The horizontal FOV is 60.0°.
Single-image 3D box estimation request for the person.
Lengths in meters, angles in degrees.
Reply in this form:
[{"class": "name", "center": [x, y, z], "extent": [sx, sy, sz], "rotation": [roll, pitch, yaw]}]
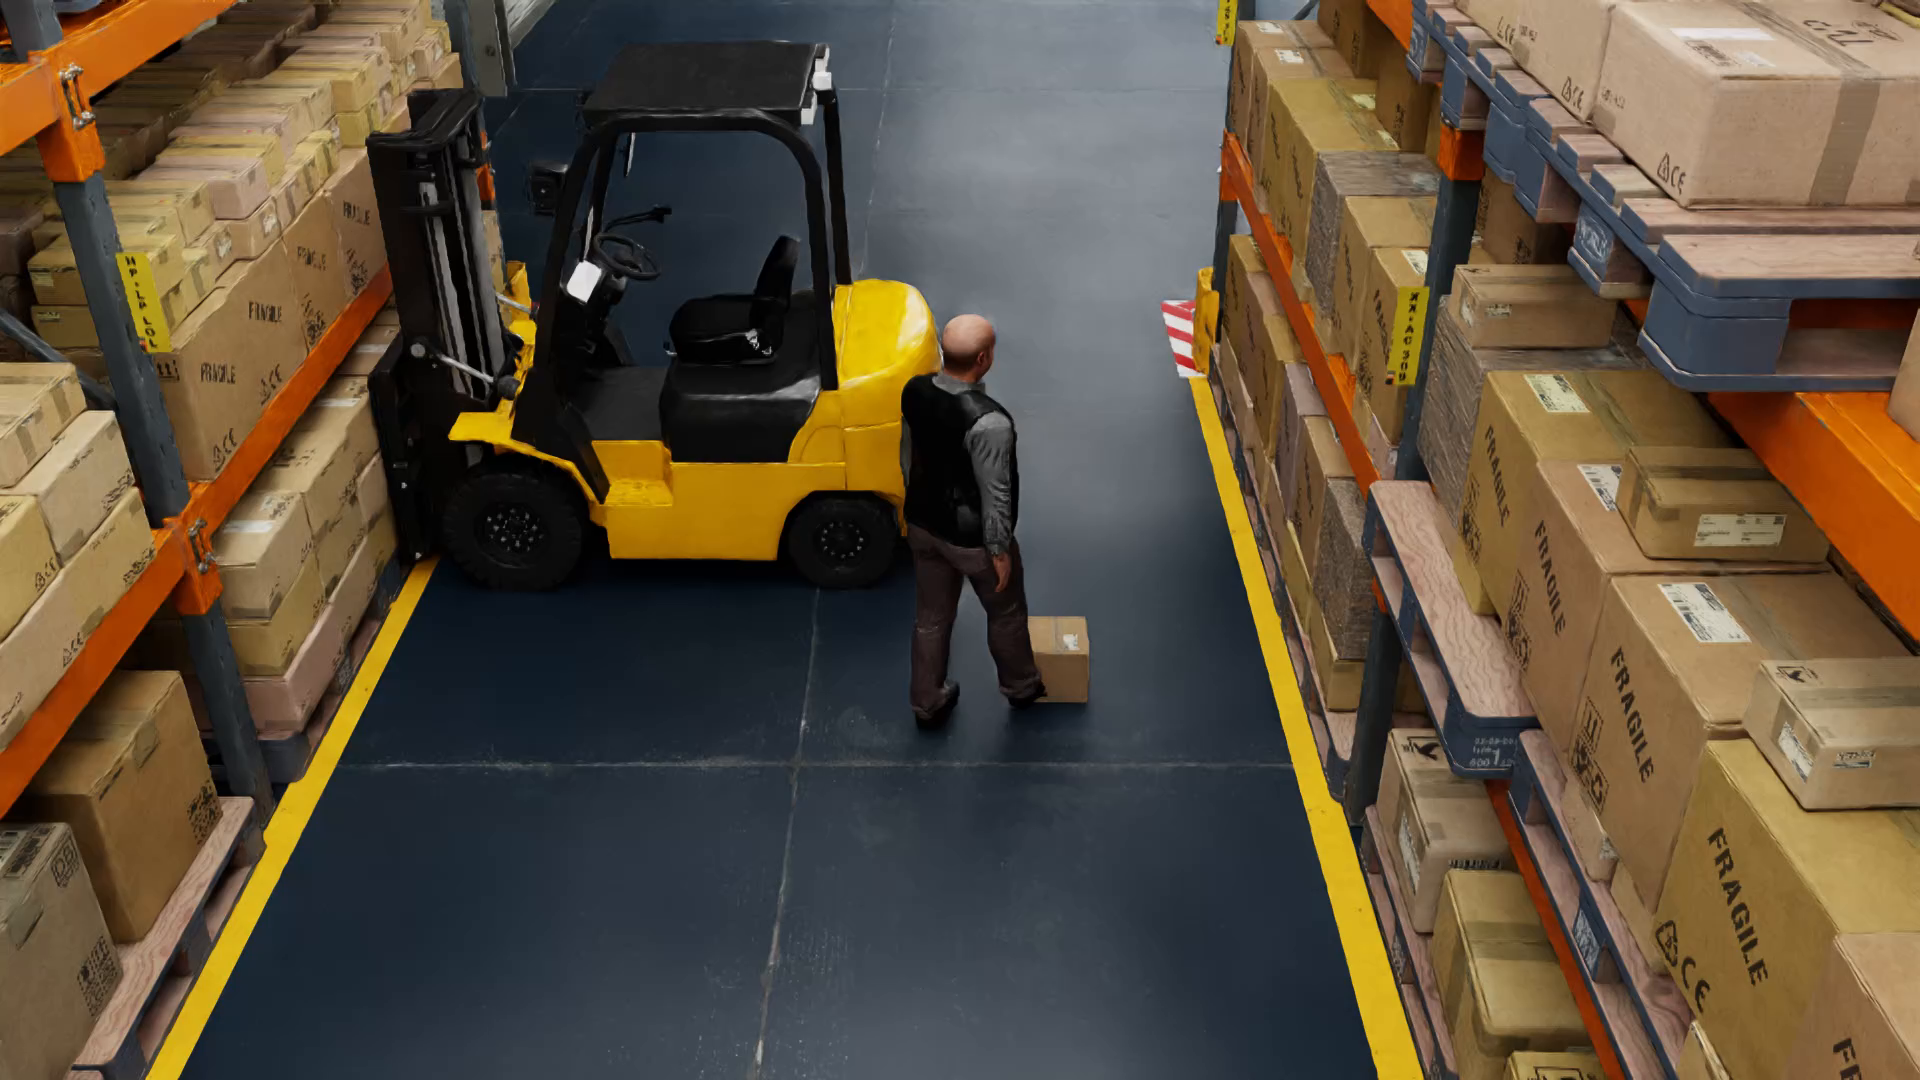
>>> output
[{"class": "person", "center": [0.077, -0.093, 6.289], "extent": [0.583, 1.719, 0.659], "rotation": [25, 39, 34]}]
